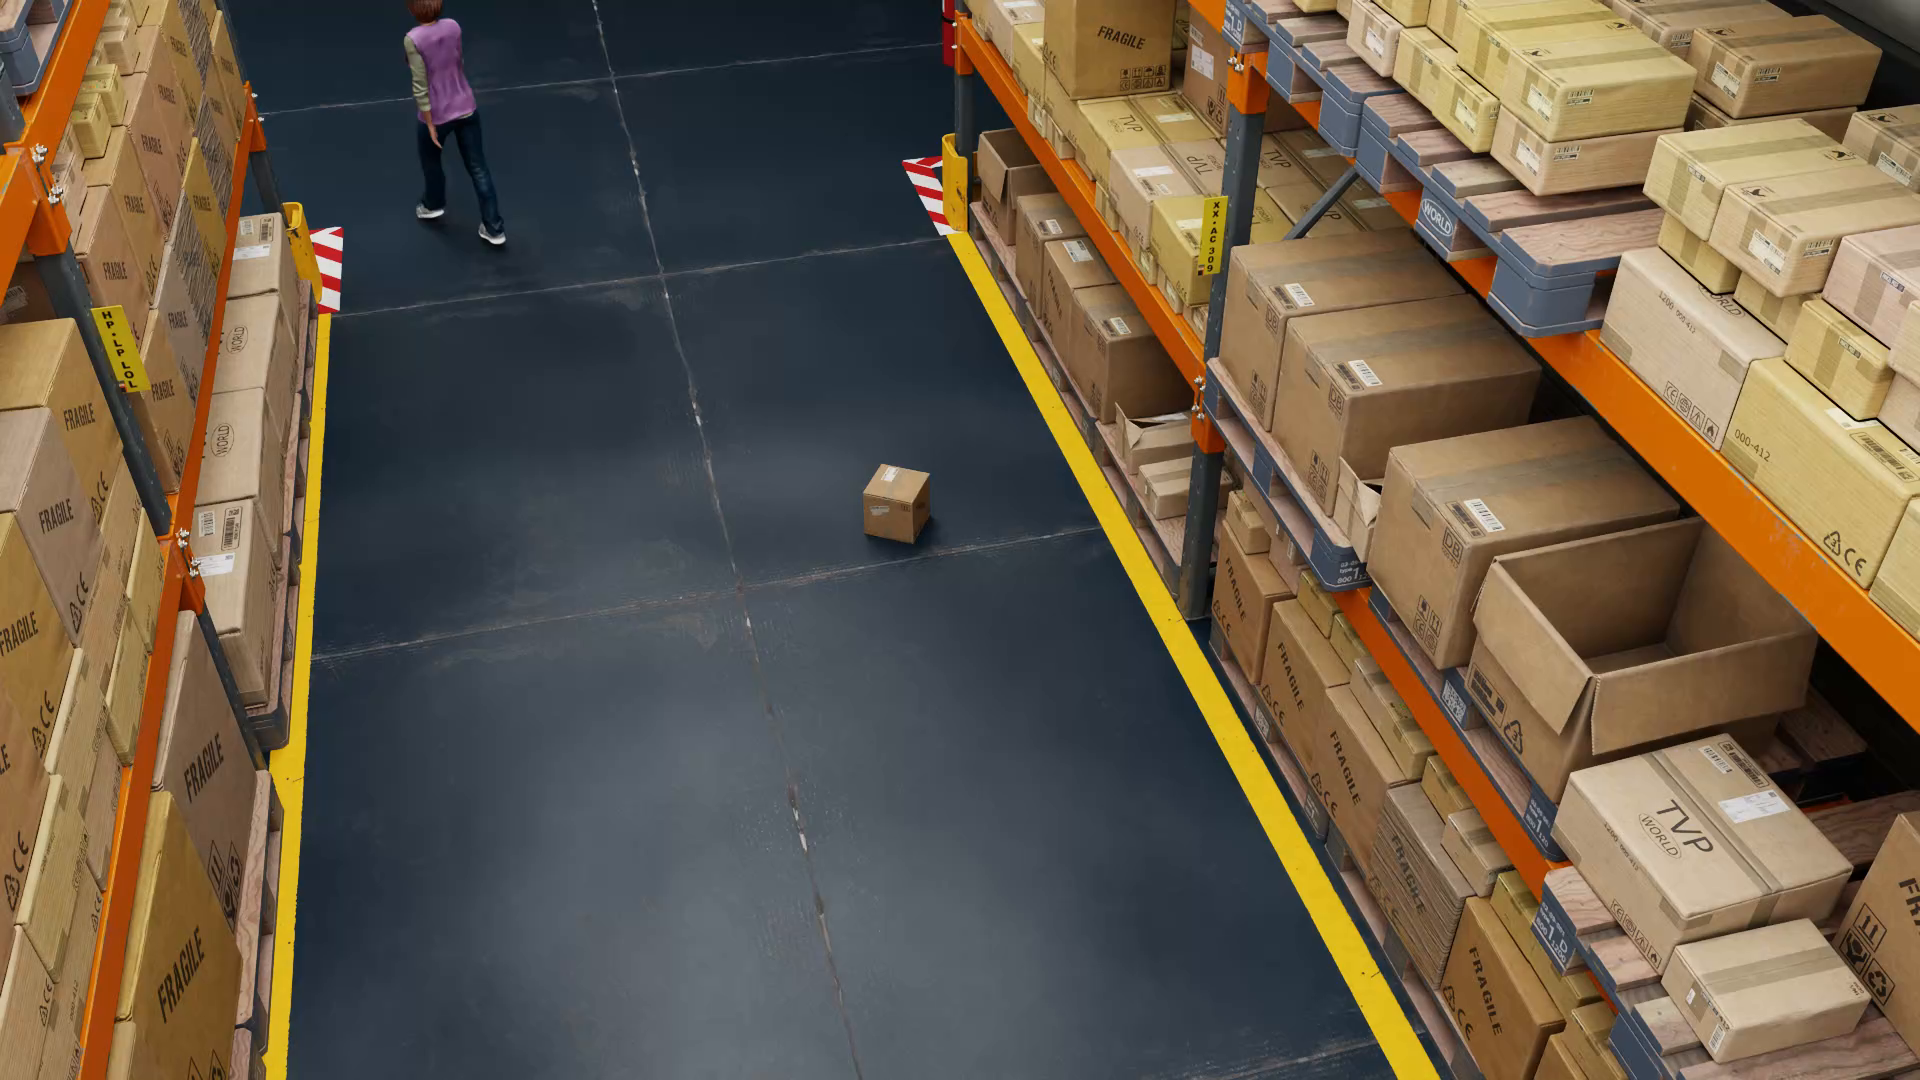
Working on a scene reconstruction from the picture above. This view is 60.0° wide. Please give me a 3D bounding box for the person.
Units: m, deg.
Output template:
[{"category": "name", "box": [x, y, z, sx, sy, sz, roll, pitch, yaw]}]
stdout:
[{"category": "person", "box": [-3.094, -2.558, 9.896, 0.414, 1.581, 0.829, -30, 47, -32]}]
